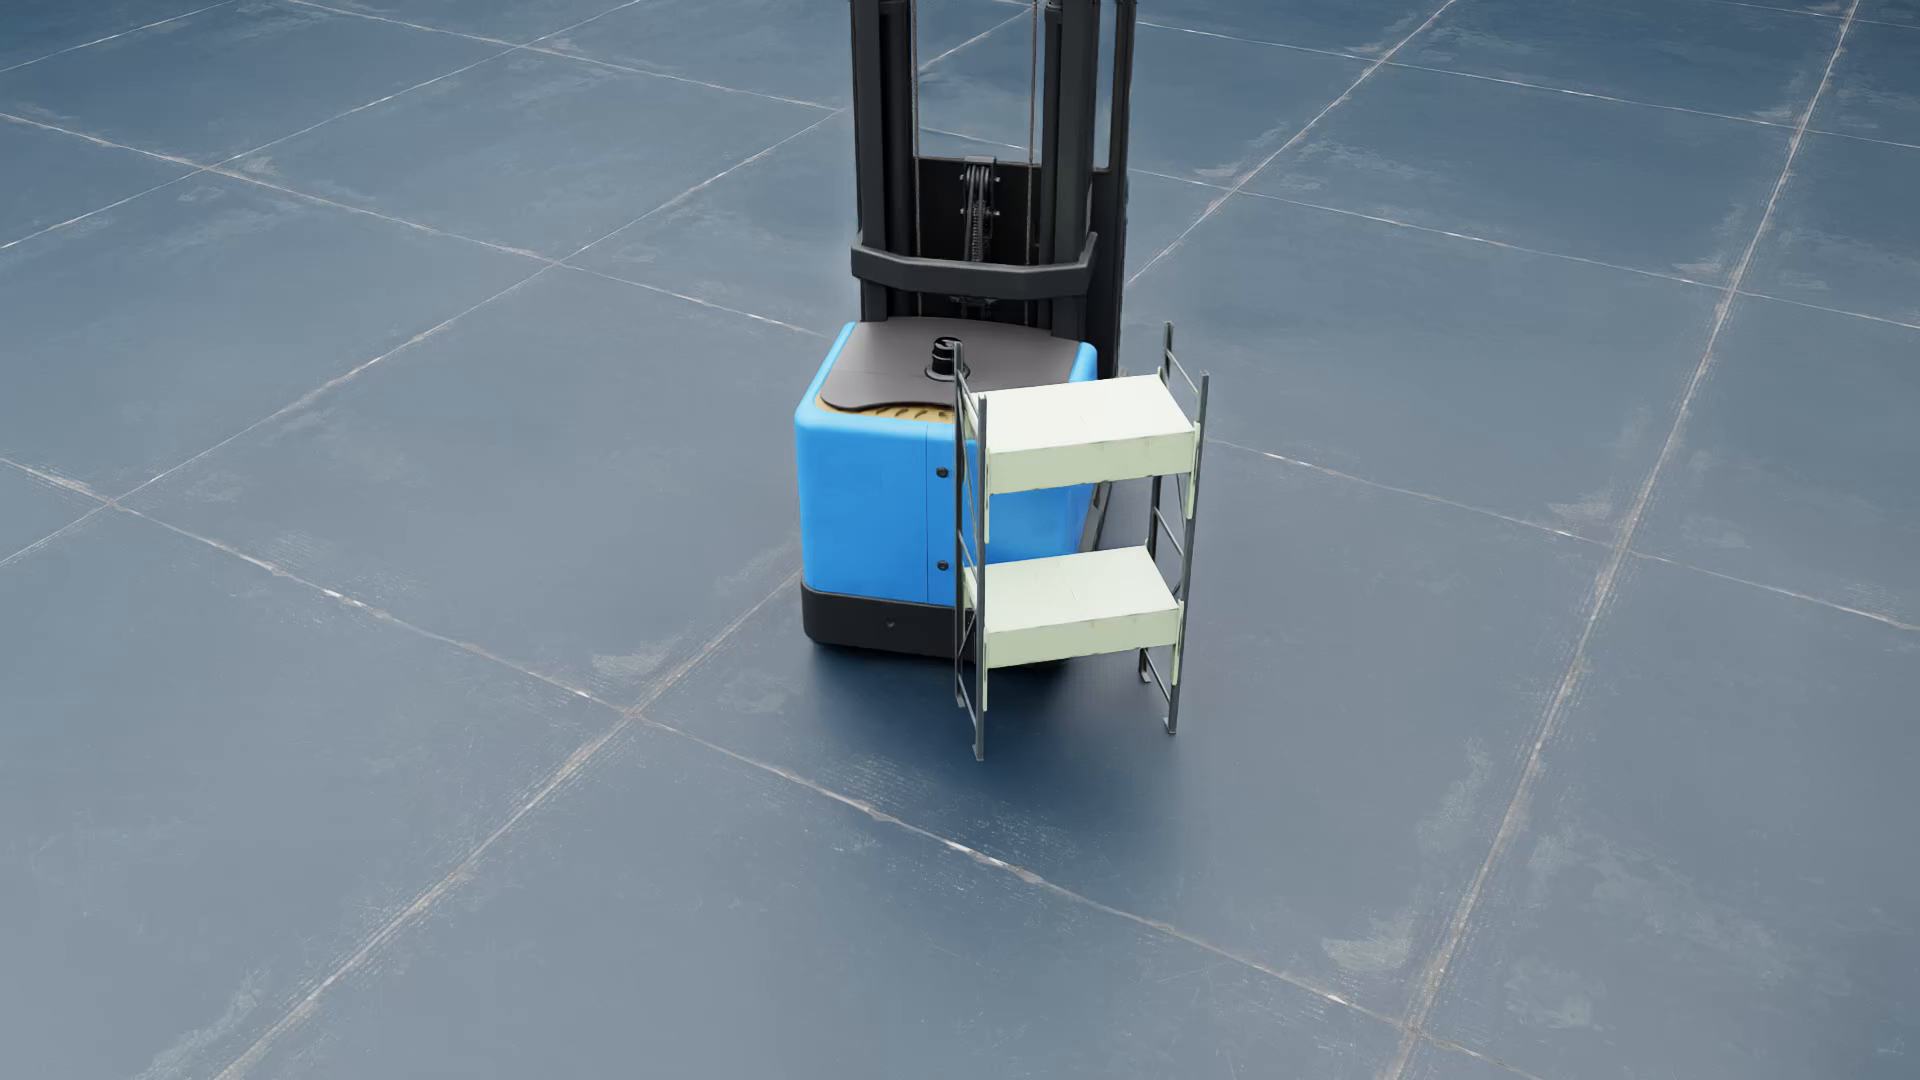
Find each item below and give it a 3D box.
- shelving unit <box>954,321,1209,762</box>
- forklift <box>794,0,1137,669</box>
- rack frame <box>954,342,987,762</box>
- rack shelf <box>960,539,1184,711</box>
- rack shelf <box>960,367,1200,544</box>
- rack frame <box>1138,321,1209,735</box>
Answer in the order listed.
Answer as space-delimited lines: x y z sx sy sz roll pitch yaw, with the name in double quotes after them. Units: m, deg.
0.391 0.031 5.851 0.755 1.500 0.431 -7 34 -10 "shelving unit"
0.170 -1.535 6.911 1.130 2.935 3.031 6 34 9 "forklift"
0.033 0.074 5.786 0.023 1.500 0.400 -7 34 -10 "rack frame"
0.391 0.302 6.031 0.720 0.370 0.431 -7 34 -10 "rack shelf"
0.391 -0.294 5.634 0.720 0.370 0.431 -7 34 -10 "rack shelf"
0.748 -0.012 5.915 0.023 1.500 0.400 -7 34 -10 "rack frame"
